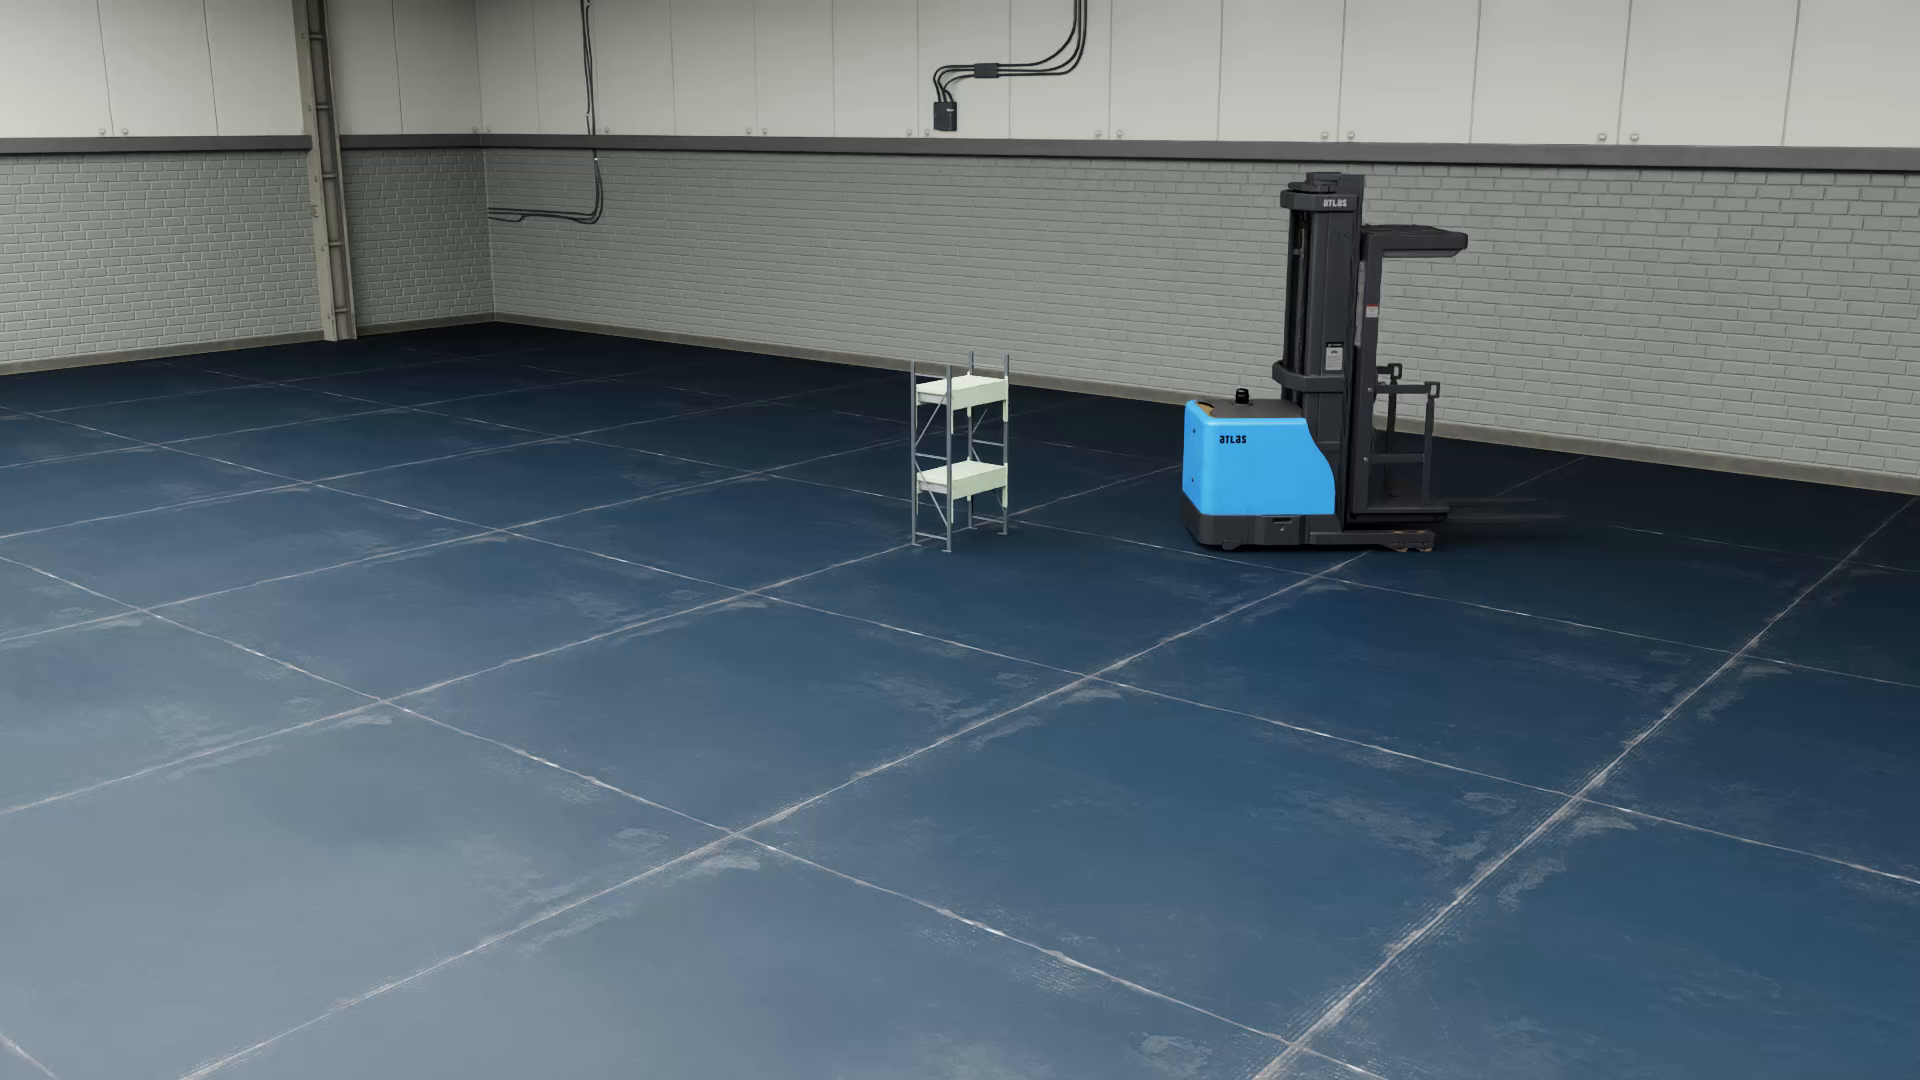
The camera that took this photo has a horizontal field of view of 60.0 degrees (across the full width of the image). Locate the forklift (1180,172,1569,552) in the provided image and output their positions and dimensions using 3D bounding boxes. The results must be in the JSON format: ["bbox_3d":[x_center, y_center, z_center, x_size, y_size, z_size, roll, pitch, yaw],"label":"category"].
[{"bbox_3d":[3.394,-1.454,13.395,3.031,2.935,1.130,-1,14,-2],"label":"forklift"}]

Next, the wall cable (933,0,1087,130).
[{"bbox_3d":[0.577,-8.035,20.068,2.305,6.003,0.169,11,18,38],"label":"wall cable"}]

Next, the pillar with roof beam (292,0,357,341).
[{"bbox_3d":[-6.329,-6.833,22.244,9.100,9.000,0.400,11,18,38],"label":"pillar with roof beam"}]

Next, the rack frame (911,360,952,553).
[{"bbox_3d":[-0.226,-0.658,13.167,0.400,1.500,0.023,11,18,38],"label":"rack frame"}]

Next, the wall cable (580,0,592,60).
[{"bbox_3d":[-4.693,-8.383,24.395,3.097,2.526,0.112,11,18,38],"label":"wall cable"}]

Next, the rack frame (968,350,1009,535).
[{"bbox_3d":[0.234,-0.798,13.719,0.400,1.500,0.023,11,18,38],"label":"rack frame"}]

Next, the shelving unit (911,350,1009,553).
[{"bbox_3d":[0.004,-0.728,13.443,0.431,1.500,0.755,11,18,38],"label":"shelving unit"}]

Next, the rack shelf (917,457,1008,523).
[{"bbox_3d":[0.004,-0.412,13.524,0.431,0.370,0.720,11,18,38],"label":"rack shelf"}]

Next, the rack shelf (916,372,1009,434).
[{"bbox_3d":[0.004,-1.106,13.347,0.431,0.370,0.720,11,18,38],"label":"rack shelf"}]

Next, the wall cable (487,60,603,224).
[{"bbox_3d":[-6.797,-6.354,26.664,3.097,2.526,0.112,11,18,38],"label":"wall cable"}]
